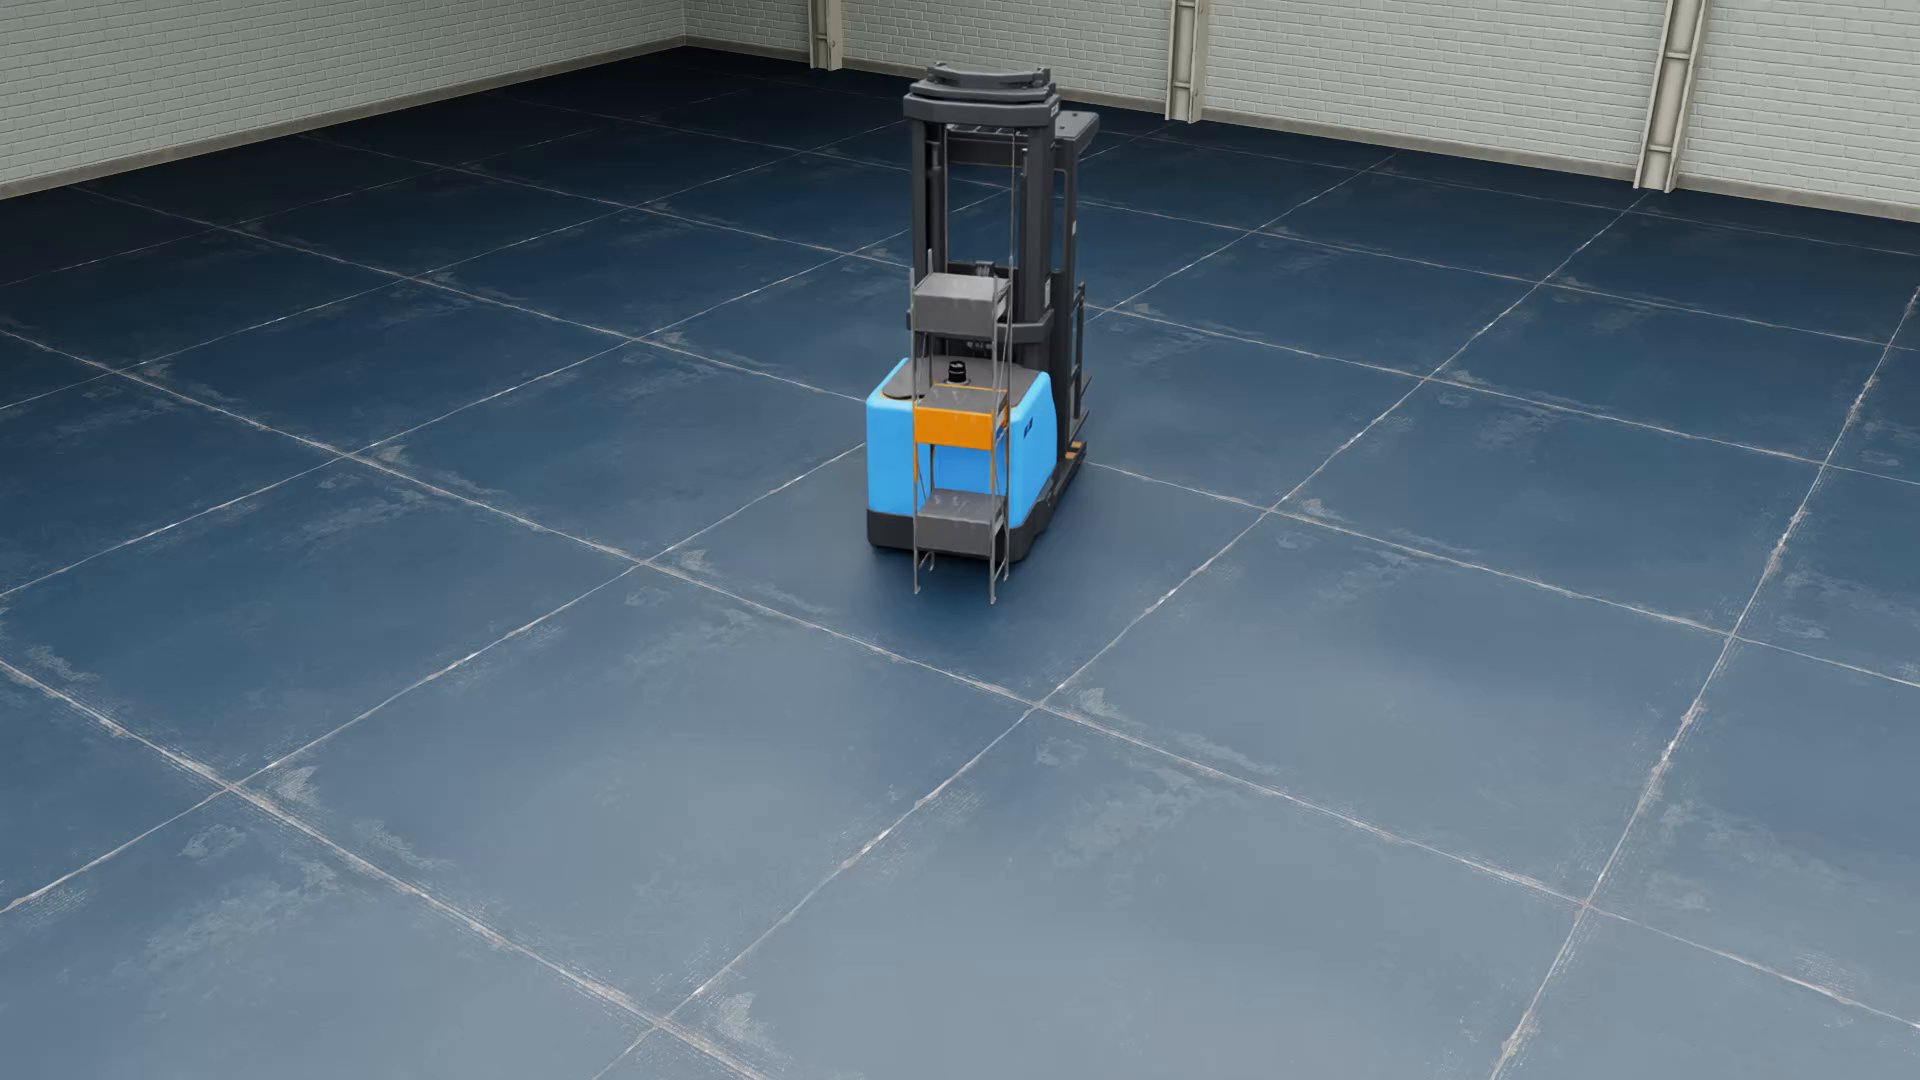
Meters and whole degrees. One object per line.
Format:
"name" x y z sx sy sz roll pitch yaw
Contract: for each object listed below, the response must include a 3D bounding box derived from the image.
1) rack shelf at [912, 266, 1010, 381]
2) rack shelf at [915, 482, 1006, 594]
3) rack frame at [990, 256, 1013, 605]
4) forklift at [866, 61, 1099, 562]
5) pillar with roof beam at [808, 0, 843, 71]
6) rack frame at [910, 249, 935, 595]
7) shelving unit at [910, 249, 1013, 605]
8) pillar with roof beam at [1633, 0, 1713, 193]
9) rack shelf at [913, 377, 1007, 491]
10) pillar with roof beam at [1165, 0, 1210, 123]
"rack shelf" 0.012 -1.263 9.678 0.480 0.518 0.431 7 28 14
"rack shelf" 0.012 -0.015 10.313 0.480 0.518 0.431 7 28 14
"rack frame" 0.248 -0.622 9.932 0.015 2.100 0.400 7 28 14
"forklift" 0.293 -1.813 11.356 1.130 2.935 3.031 7 28 14
"pillar with roof beam" -4.437 -9.491 19.752 0.400 9.000 9.100 17 32 30
"rack frame" -0.223 -0.681 10.046 0.015 2.100 0.400 7 28 14
"shelving unit" 0.012 -0.651 9.989 0.503 2.100 0.431 7 28 14
"pillar with roof beam" 5.454 -6.409 13.697 0.400 9.000 9.100 17 32 30
"rack shelf" 0.012 -0.639 9.995 0.480 0.518 0.431 7 28 14
"pillar with roof beam" 0.508 -7.950 16.724 0.400 9.000 9.100 17 32 30
